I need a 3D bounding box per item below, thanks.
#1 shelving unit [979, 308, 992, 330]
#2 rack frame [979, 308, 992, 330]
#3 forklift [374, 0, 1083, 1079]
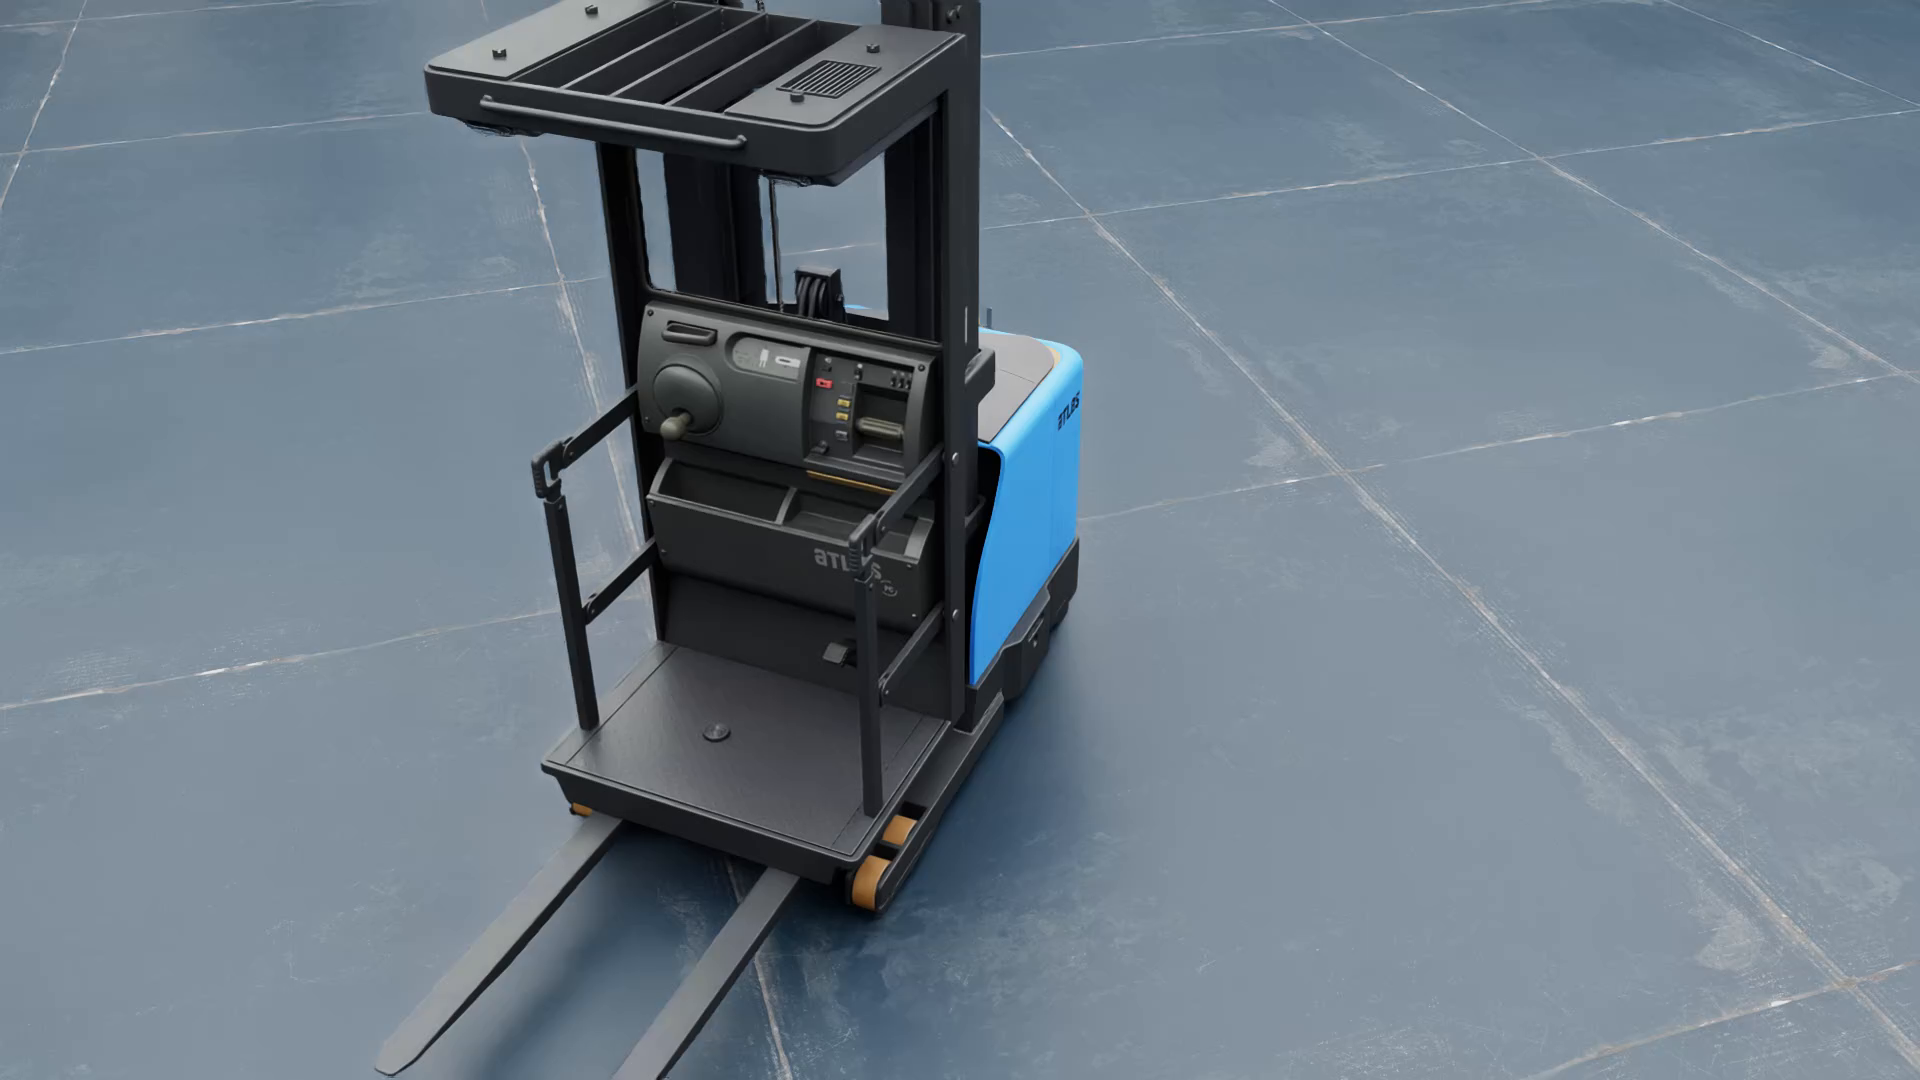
[{"bbox_3d":[-0.016,-0.466,6.503,0.215,1.050,0.252,-10,35,-15],"label":"shelving unit"},{"bbox_3d":[0.021,-0.402,6.406,0.200,1.050,0.008,-10,35,-15],"label":"rack frame"},{"bbox_3d":[-0.603,-0.368,4.648,1.130,2.935,3.031,13,36,19],"label":"forklift"}]
